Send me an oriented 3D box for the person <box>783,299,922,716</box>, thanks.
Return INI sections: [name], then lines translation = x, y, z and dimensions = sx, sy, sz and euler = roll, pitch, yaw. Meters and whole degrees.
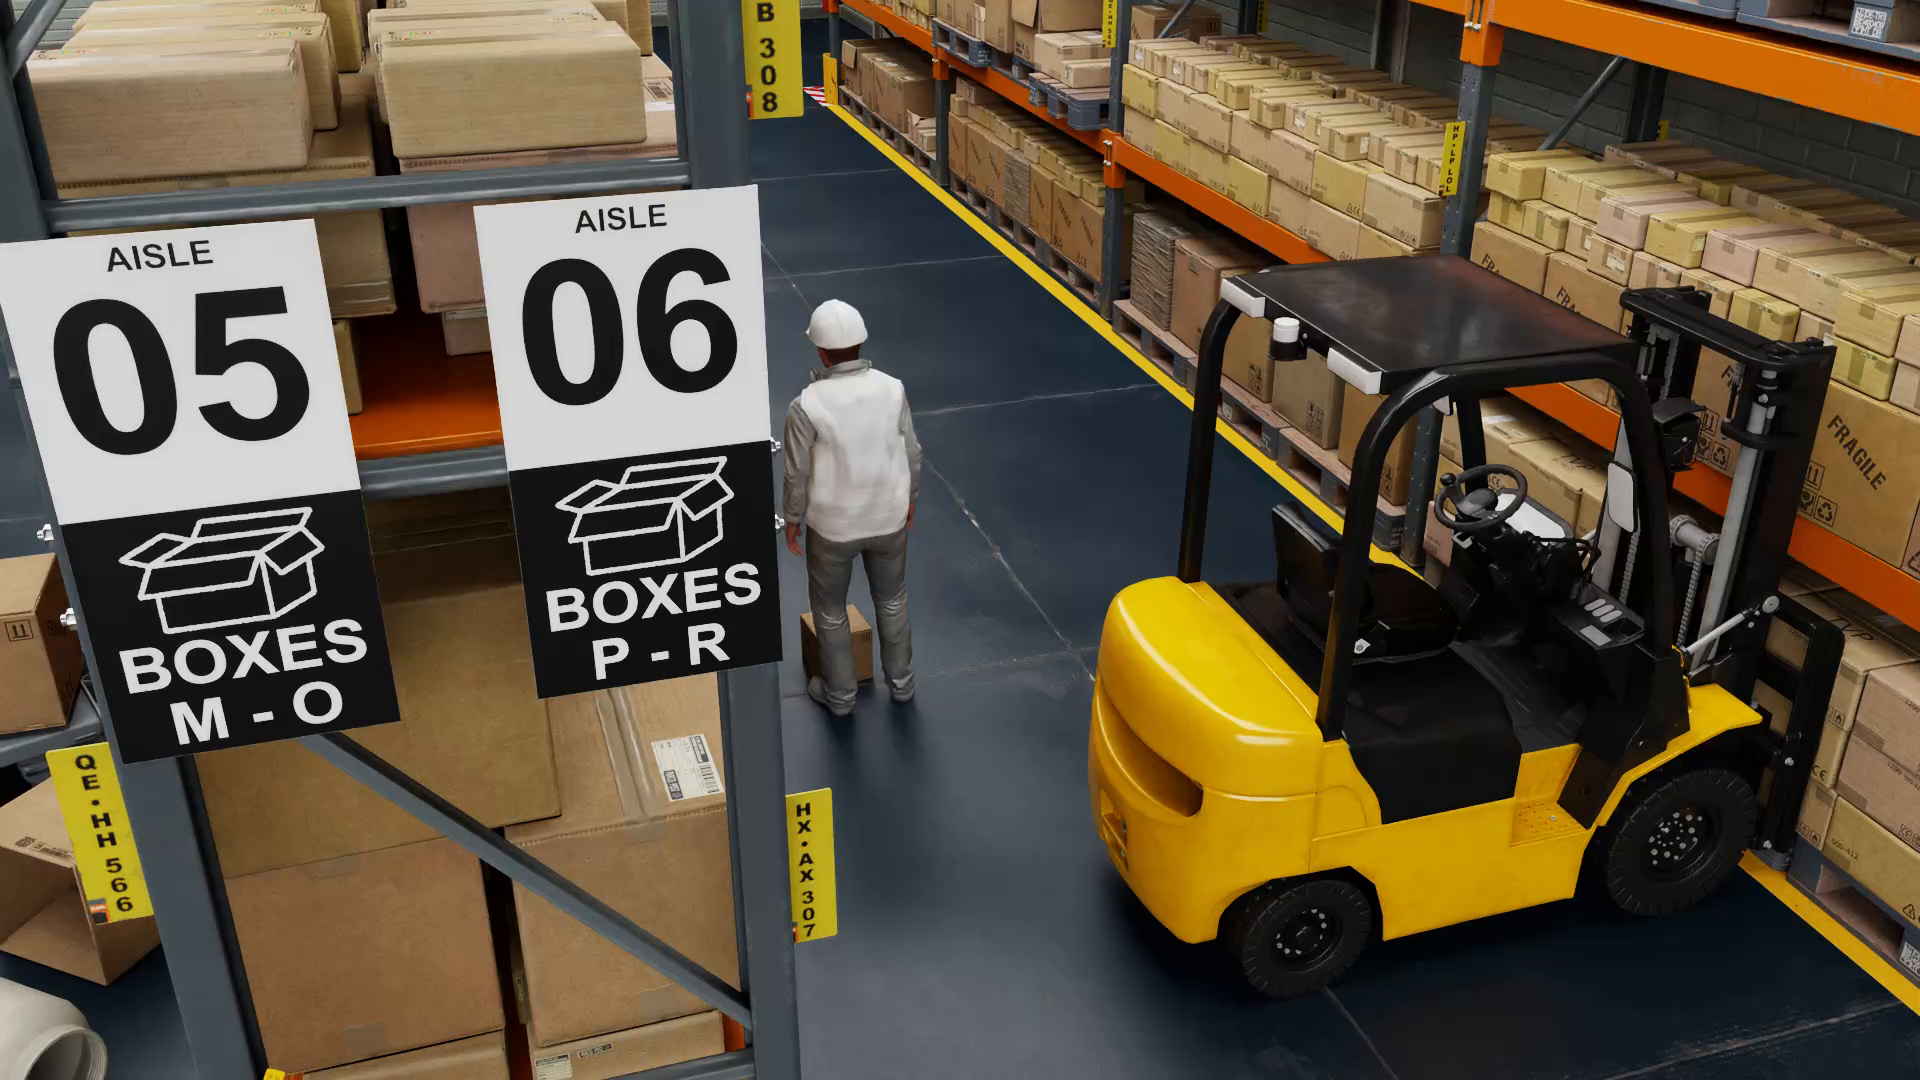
[person]
translation = -0.438, -0.110, 6.811
dimensions = 0.585, 1.768, 0.465
euler = -11, 28, -20
